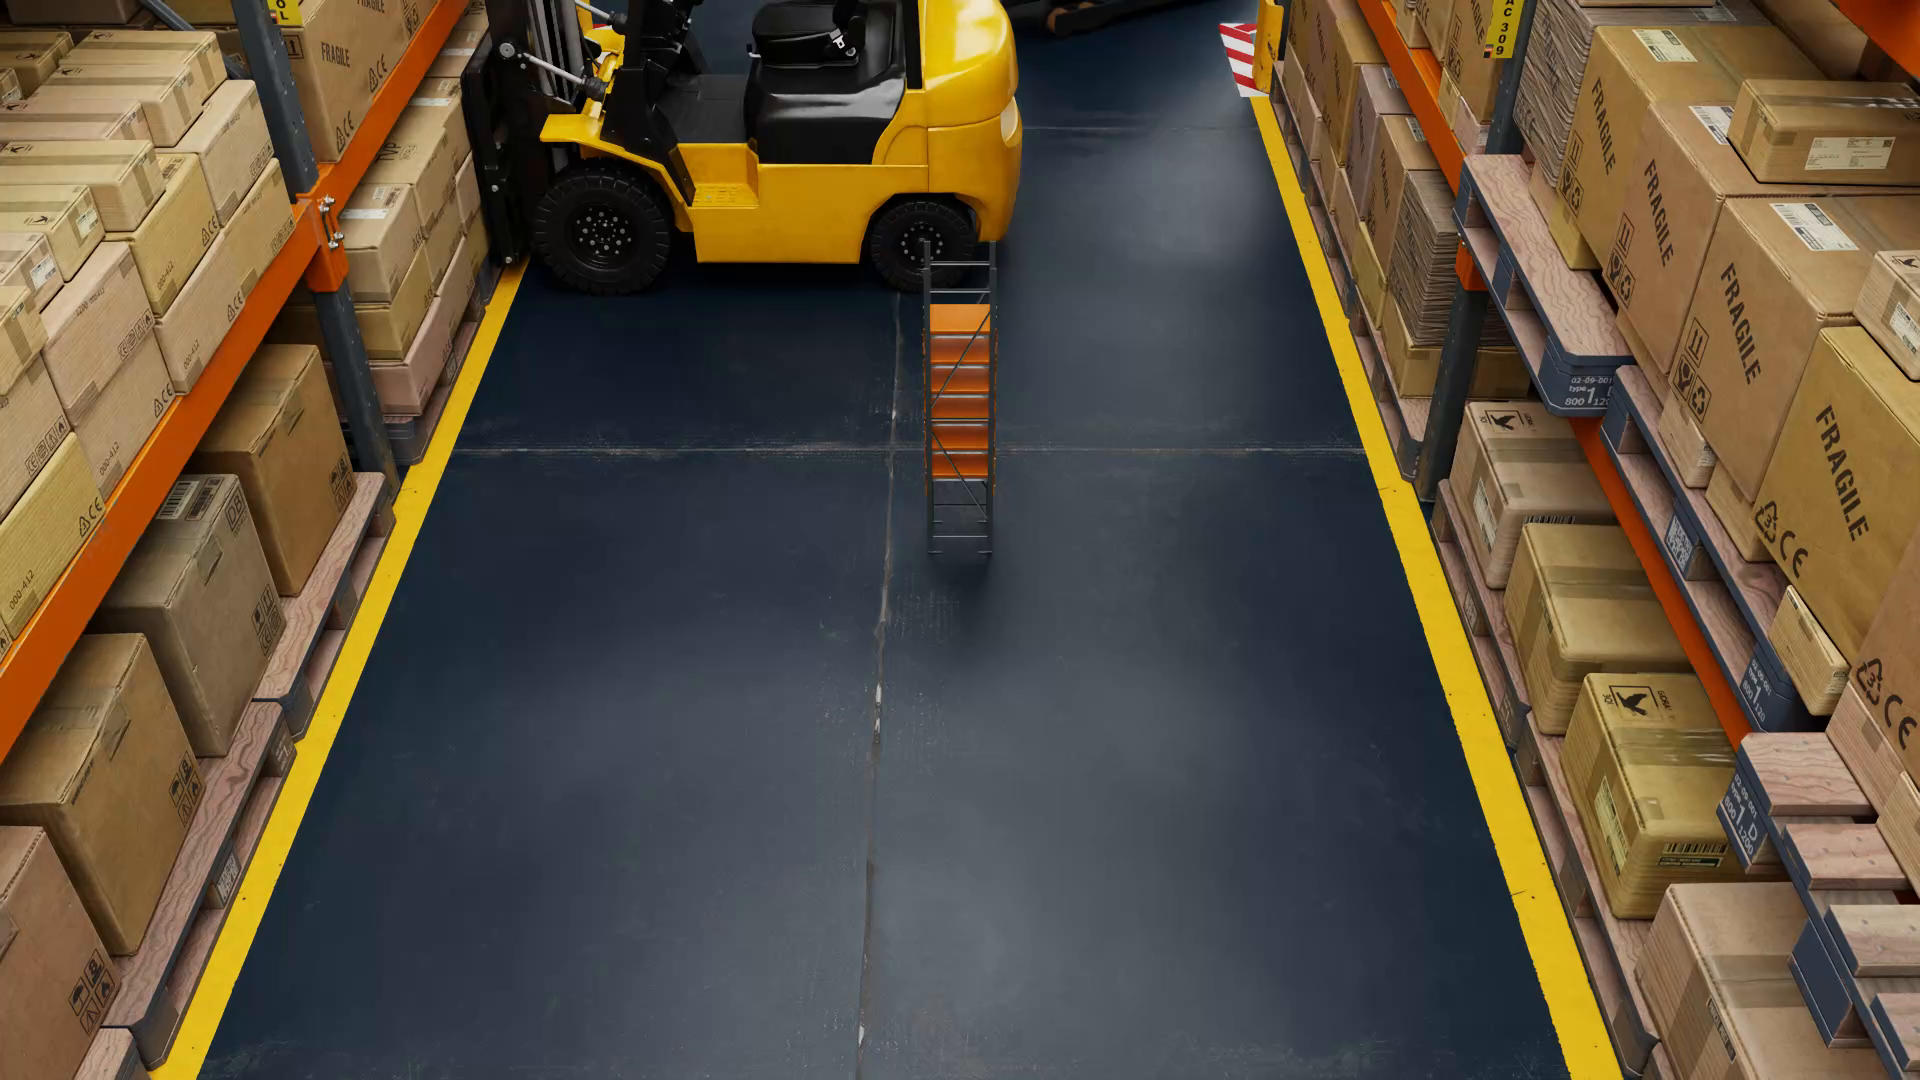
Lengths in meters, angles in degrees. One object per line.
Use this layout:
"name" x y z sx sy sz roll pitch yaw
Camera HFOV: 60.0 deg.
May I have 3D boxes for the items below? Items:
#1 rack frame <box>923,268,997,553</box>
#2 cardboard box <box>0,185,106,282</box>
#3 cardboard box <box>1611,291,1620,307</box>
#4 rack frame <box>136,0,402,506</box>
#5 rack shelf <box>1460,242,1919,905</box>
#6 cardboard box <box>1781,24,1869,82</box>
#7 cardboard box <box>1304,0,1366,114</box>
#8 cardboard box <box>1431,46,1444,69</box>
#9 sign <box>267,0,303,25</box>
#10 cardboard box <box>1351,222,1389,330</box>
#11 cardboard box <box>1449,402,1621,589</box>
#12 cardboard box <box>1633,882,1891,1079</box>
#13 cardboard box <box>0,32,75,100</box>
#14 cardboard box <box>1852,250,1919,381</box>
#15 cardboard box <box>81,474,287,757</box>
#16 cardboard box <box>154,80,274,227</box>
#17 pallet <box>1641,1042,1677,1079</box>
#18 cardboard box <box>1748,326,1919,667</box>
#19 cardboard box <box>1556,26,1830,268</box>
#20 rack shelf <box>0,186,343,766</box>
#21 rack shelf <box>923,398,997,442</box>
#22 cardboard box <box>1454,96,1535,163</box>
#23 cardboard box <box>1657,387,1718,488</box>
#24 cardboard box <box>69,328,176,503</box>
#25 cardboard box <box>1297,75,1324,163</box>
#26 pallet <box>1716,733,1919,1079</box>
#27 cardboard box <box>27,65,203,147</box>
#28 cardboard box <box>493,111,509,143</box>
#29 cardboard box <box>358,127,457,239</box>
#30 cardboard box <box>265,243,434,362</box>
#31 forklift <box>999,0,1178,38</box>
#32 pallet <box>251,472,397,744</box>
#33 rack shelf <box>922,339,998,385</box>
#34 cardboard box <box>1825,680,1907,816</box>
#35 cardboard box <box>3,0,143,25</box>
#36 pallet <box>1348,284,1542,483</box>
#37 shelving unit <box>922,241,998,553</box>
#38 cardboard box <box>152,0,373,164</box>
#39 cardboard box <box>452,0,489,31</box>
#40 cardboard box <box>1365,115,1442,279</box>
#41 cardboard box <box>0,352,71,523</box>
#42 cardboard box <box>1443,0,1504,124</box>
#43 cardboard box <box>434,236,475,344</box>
"rack frame" 0.000 -0.420 5.815 0.240 1.200 0.006 0 39 0
"cardboard box" -2.428 -0.778 4.224 0.380 0.149 0.250 -1 39 -1
"cardboard box" 2.030 -0.735 4.634 0.380 0.149 0.250 2 39 3
"rack frame" -2.687 -1.342 5.527 1.000 3.000 0.127 0 39 0
"rack shelf" 2.279 0.183 4.198 1.077 0.370 4.000 0 39 0
"cardboard box" 2.509 -1.069 4.531 0.500 0.500 0.500 0 39 0
"cardboard box" 2.002 -2.387 8.093 0.500 0.500 0.500 -1 39 -2
"cardboard box" 2.056 -1.926 6.455 0.380 0.149 0.250 -1 39 -1
"sign" -2.144 -1.770 5.197 0.100 0.325 0.005 0 39 0
"cardboard box" 1.997 -1.142 7.139 0.500 0.250 0.500 -1 39 -1
"cardboard box" 2.280 -0.159 5.815 0.950 0.372 0.625 0 39 1
"cardboard box" 2.282 1.200 4.120 0.950 0.372 0.625 -1 39 -1
"cardboard box" -2.901 -1.415 5.018 0.380 0.149 0.250 -1 39 -1
"cardboard box" 1.997 -0.442 3.230 0.380 0.149 0.250 -2 39 -2
"cardboard box" -2.682 0.232 5.125 0.875 0.625 0.625 0 39 0
"cardboard box" -2.431 -1.172 5.034 0.500 0.250 0.500 -1 39 -1
"pallet" 2.282 1.753 3.894 1.003 0.211 1.213 0 39 0
"cardboard box" 1.989 -0.089 3.309 0.500 0.500 0.500 -3 39 -3
"cardboard box" 1.992 -1.061 4.521 0.500 0.500 0.500 0 39 0
"rack shelf" -2.685 0.189 4.191 1.077 0.370 4.000 0 39 0
"rack shelf" 0.000 -0.443 5.914 0.258 0.103 0.180 0 39 0
"cardboard box" 1.971 -1.451 5.863 0.380 0.149 0.250 0 39 -1
"cardboard box" 1.935 -0.253 4.032 0.380 0.149 0.250 1 39 2
"cardboard box" -2.449 -0.344 4.401 0.500 0.250 0.500 0 39 0
"cardboard box" 1.989 -2.117 8.356 0.500 0.250 0.500 1 39 2
"pallet" 2.174 0.782 3.029 1.213 0.211 1.003 0 39 0
"cardboard box" -2.446 -1.260 4.825 0.380 0.149 0.250 -1 39 -1
"cardboard box" -2.370 -1.876 7.656 0.500 0.250 0.500 0 39 0
"cardboard box" -2.364 -1.446 6.719 0.500 0.250 0.500 0 39 0
"cardboard box" -2.379 -0.931 6.476 0.500 0.250 0.500 0 39 0
"forklift" 0.593 -4.553 9.587 3.031 2.935 1.130 -21 43 -24
"pallet" -2.647 0.206 5.824 1.003 0.211 1.213 0 39 0
"rack shelf" 0.000 -0.630 5.764 0.258 0.103 0.180 0 39 0
"cardboard box" 1.936 0.400 3.217 0.380 0.149 0.250 -2 39 -2
"cardboard box" -2.944 -1.835 5.543 0.380 0.149 0.250 0 39 0
"pallet" 2.241 -0.680 6.930 1.003 0.211 1.213 0 39 0
"shelving unit" 0.000 -0.477 5.886 0.258 1.200 0.189 0 39 0
"cardboard box" -2.426 -1.659 5.842 0.500 0.500 0.500 -1 39 -1
"cardboard box" -2.362 -2.402 7.912 0.500 0.250 0.500 0 39 1
"cardboard box" 2.005 -1.420 6.886 0.500 0.500 0.500 1 39 1
"cardboard box" -2.446 -0.215 3.840 0.500 0.250 0.500 0 39 1
"cardboard box" 2.027 -1.781 5.756 0.500 0.500 0.500 -1 39 -1
"cardboard box" -2.373 -1.054 7.029 0.500 0.250 0.500 -1 39 -1
